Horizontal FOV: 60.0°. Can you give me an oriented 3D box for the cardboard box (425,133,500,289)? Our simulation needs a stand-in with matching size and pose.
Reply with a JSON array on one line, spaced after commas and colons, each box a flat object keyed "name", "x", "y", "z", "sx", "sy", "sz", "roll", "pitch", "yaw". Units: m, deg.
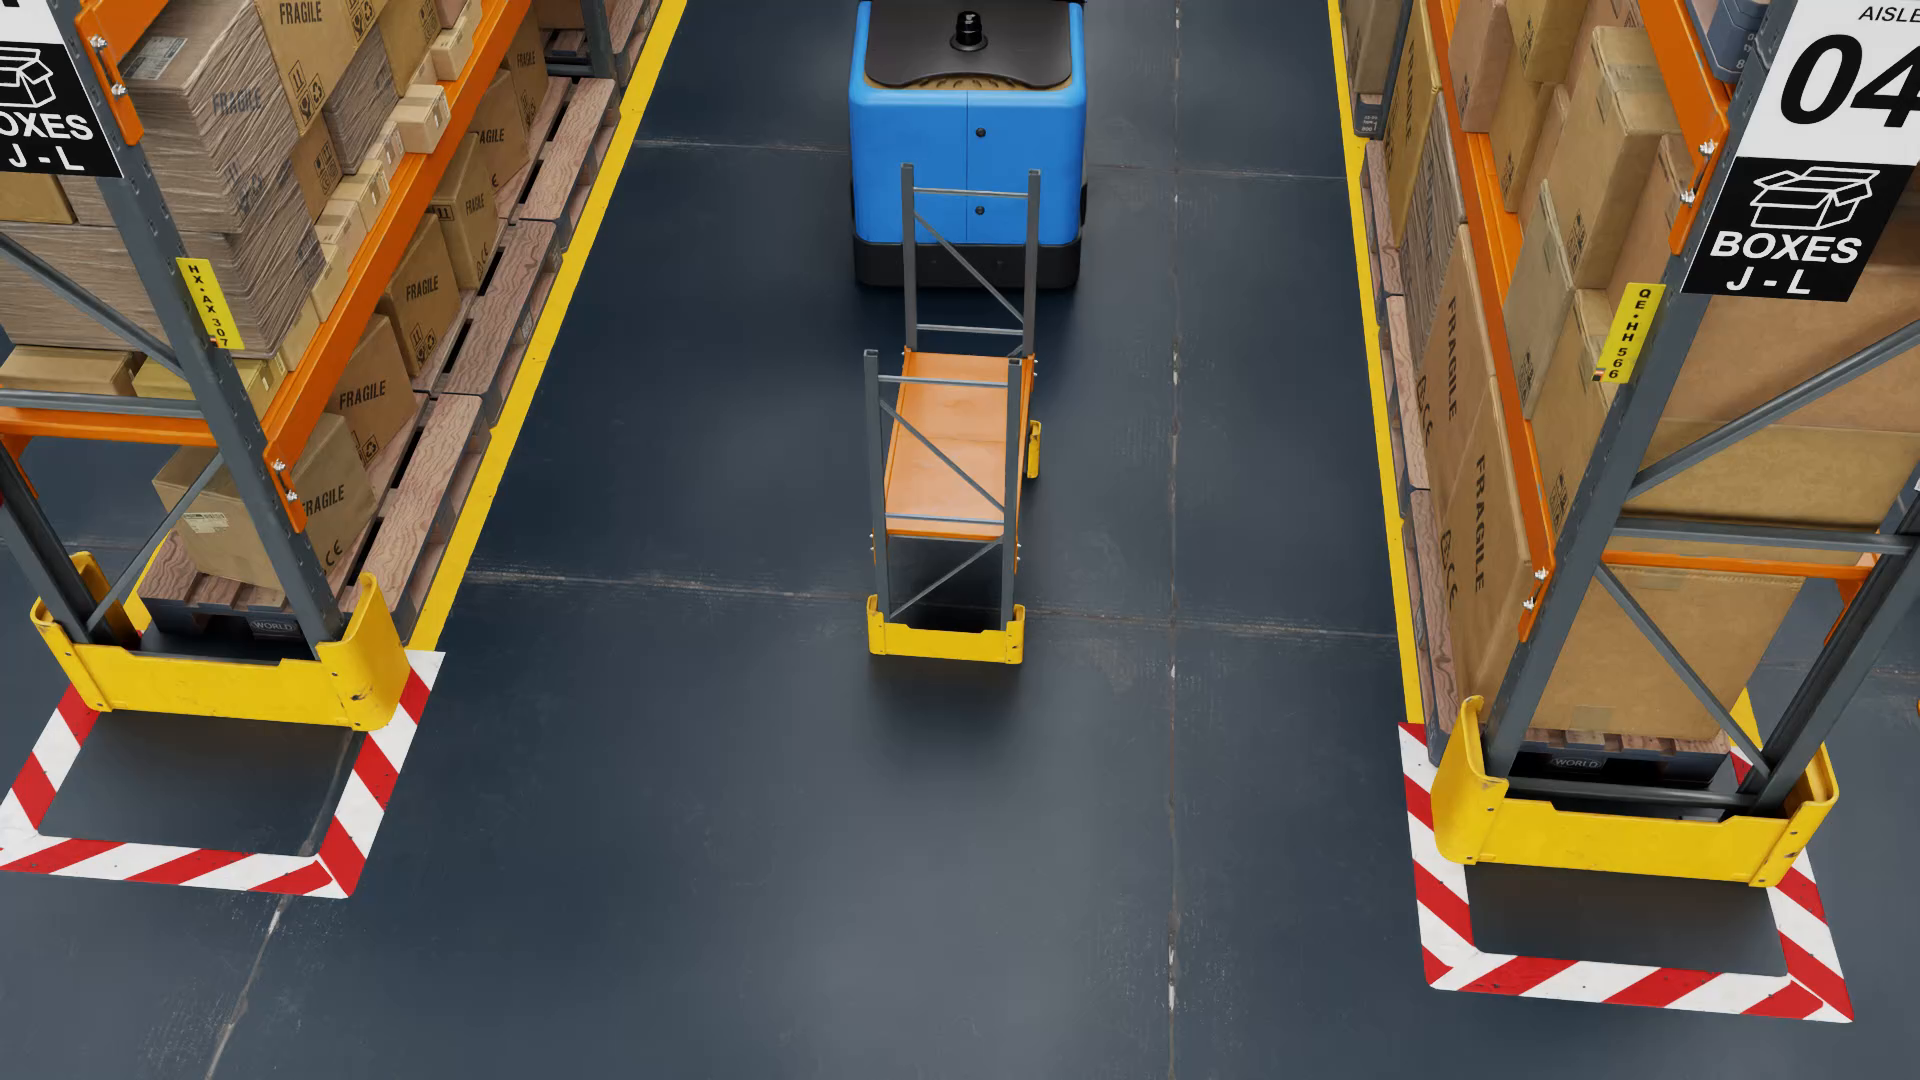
[{"name": "cardboard box", "x": -2.415, "y": -1.479, "z": 7.480, "sx": 0.500, "sy": 0.500, "sz": 0.500, "roll": 0, "pitch": 48, "yaw": 0}]

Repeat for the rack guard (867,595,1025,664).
[{"name": "rack guard", "x": -0.052, "y": 0.338, "z": 6.272, "sx": 0.587, "sy": 0.250, "sz": 0.087, "roll": 4, "pitch": 48, "yaw": 4}]

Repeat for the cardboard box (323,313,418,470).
[{"name": "cardboard box", "x": -2.586, "y": -0.613, "z": 6.688, "sx": 0.500, "sy": 0.500, "sz": 0.500, "roll": 15, "pitch": 49, "yaw": 14}]

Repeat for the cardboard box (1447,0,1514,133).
[{"name": "cardboard box", "x": 2.399, "y": -1.932, "z": 6.382, "sx": 0.875, "sy": 0.550, "sz": 0.550, "roll": 4, "pitch": 48, "yaw": 4}]

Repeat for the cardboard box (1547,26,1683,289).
[{"name": "cardboard box", "x": 2.281, "y": -1.104, "z": 4.893, "sx": 0.875, "sy": 0.550, "sz": 0.550, "roll": 4, "pitch": 48, "yaw": 4}]

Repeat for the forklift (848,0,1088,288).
[{"name": "forklift", "x": 0.060, "y": -3.233, "z": 7.721, "sx": 1.130, "sy": 2.935, "sz": 3.031, "roll": 1, "pitch": 48, "yaw": 1}]

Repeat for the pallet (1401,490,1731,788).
[{"name": "pallet", "x": 2.245, "y": 0.340, "z": 6.296, "sx": 1.003, "sy": 0.211, "sz": 1.213, "roll": 4, "pitch": 48, "yaw": 4}]

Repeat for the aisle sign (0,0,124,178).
[{"name": "aisle sign", "x": -2.387, "y": -1.228, "z": 4.078, "sx": 0.394, "sy": 0.787, "sz": 0.004, "roll": 4, "pitch": 48, "yaw": 4}]

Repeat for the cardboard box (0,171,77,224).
[{"name": "cardboard box", "x": -2.876, "y": -1.308, "z": 4.967, "sx": 0.500, "sy": 0.500, "sz": 0.500, "roll": 4, "pitch": 48, "yaw": 4}]

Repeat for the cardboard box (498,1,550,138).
[{"name": "cardboard box", "x": -2.392, "y": -2.362, "z": 8.287, "sx": 0.500, "sy": 0.500, "sz": 0.500, "roll": 3, "pitch": 48, "yaw": 2}]

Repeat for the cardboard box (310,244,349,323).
[{"name": "cardboard box", "x": -2.337, "y": -0.890, "z": 5.701, "sx": 0.380, "sy": 0.149, "sz": 0.250, "roll": 4, "pitch": 48, "yaw": 4}]

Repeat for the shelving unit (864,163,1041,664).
[{"name": "shelving unit", "x": -0.007, "y": -0.450, "z": 6.145, "sx": 0.587, "sy": 1.500, "sz": 1.083, "roll": 4, "pitch": 48, "yaw": 4}]

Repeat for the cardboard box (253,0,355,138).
[{"name": "cardboard box", "x": -2.306, "y": -1.640, "z": 5.271, "sx": 0.500, "sy": 0.500, "sz": 0.500, "roll": 4, "pitch": 48, "yaw": 4}]

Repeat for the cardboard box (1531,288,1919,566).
[{"name": "cardboard box", "x": 2.239, "y": -0.335, "z": 4.922, "sx": 0.875, "sy": 0.550, "sz": 0.550, "roll": 4, "pitch": 48, "yaw": 4}]

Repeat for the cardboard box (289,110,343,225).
[{"name": "cardboard box", "x": -2.677, "y": -1.328, "z": 5.662, "sx": 0.875, "sy": 0.500, "sz": 0.500, "roll": 4, "pitch": 48, "yaw": 4}]

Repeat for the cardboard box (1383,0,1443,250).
[{"name": "cardboard box", "x": 2.487, "y": -1.915, "z": 7.624, "sx": 0.875, "sy": 0.875, "sz": 0.875, "roll": 5, "pitch": 48, "yaw": 4}]

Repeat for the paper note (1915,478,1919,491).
[{"name": "paper note", "x": 4.031, "y": -0.243, "z": 6.966, "sx": 0.032, "sy": 0.001, "sz": 0.123, "roll": 28, "pitch": 53, "yaw": 23}]

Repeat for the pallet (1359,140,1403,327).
[{"name": "pallet", "x": 2.467, "y": -1.453, "z": 7.936, "sx": 1.003, "sy": 0.211, "sz": 1.213, "roll": 4, "pitch": 48, "yaw": 4}]

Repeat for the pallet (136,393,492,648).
[{"name": "pallet", "x": -2.564, "y": -0.125, "z": 6.722, "sx": 1.003, "sy": 0.211, "sz": 1.213, "roll": 4, "pitch": 48, "yaw": 4}]

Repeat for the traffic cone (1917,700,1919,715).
[{"name": "traffic cone", "x": 3.712, "y": 0.553, "z": 5.930, "sx": 0.336, "sy": 0.463, "sz": 0.334, "roll": 4, "pitch": 48, "yaw": 4}]

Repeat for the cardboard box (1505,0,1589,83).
[{"name": "cardboard box", "x": 2.386, "y": -1.904, "z": 5.625, "sx": 0.875, "sy": 0.550, "sz": 0.500, "roll": 4, "pitch": 48, "yaw": 4}]

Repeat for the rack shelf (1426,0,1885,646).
[{"name": "rack shelf", "x": 2.432, "y": -1.235, "z": 6.334, "sx": 1.077, "sy": 0.370, "sz": 4.000, "roll": 4, "pitch": 48, "yaw": 4}]

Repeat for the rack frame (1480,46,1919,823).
[{"name": "rack frame", "x": 2.250, "y": -0.008, "z": 4.725, "sx": 1.000, "sy": 3.000, "sz": 0.127, "roll": 4, "pitch": 48, "yaw": 4}]

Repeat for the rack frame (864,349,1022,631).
[{"name": "rack frame", "x": -0.054, "y": -0.070, "z": 5.798, "sx": 0.500, "sy": 1.500, "sz": 0.032, "roll": 4, "pitch": 48, "yaw": 4}]

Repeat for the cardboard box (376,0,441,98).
[{"name": "cardboard box", "x": -2.531, "y": -2.059, "z": 6.331, "sx": 0.875, "sy": 0.500, "sz": 0.500, "roll": 4, "pitch": 48, "yaw": 4}]

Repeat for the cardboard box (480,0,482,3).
[{"name": "cardboard box", "x": -2.223, "y": -2.364, "z": 7.050, "sx": 0.380, "sy": 0.149, "sz": 0.250, "roll": 4, "pitch": 48, "yaw": 4}]

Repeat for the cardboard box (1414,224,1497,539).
[{"name": "cardboard box", "x": 2.324, "y": -0.582, "z": 6.405, "sx": 0.875, "sy": 0.875, "sz": 0.875, "roll": 3, "pitch": 48, "yaw": 3}]

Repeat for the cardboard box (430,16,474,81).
[{"name": "cardboard box", "x": -2.194, "y": -1.992, "z": 6.709, "sx": 0.380, "sy": 0.149, "sz": 0.250, "roll": 4, "pitch": 48, "yaw": 4}]

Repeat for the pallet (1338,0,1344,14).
[{"name": "pallet", "x": 2.718, "y": -3.477, "z": 9.787, "sx": 1.003, "sy": 0.211, "sz": 1.213, "roll": 4, "pitch": 48, "yaw": 4}]

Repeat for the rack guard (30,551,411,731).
[{"name": "rack guard", "x": -2.673, "y": 0.372, "z": 6.071, "sx": 1.175, "sy": 0.500, "sz": 0.348, "roll": 4, "pitch": 48, "yaw": 4}]

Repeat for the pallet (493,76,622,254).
[{"name": "pallet", "x": -2.342, "y": -1.918, "z": 8.361, "sx": 1.003, "sy": 0.211, "sz": 1.213, "roll": 4, "pitch": 48, "yaw": 4}]

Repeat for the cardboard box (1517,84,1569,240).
[{"name": "cardboard box", "x": 2.443, "y": -1.143, "z": 5.661, "sx": 0.875, "sy": 0.550, "sz": 0.550, "roll": 4, "pitch": 48, "yaw": 4}]

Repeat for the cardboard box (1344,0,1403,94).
[{"name": "cardboard box", "x": 2.581, "y": -2.792, "z": 8.511, "sx": 1.050, "sy": 0.750, "sz": 0.750, "roll": 4, "pitch": 48, "yaw": 3}]

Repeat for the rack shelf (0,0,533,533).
[{"name": "rack shelf", "x": -2.498, "y": -1.643, "z": 6.707, "sx": 1.077, "sy": 0.370, "sz": 4.000, "roll": 4, "pitch": 48, "yaw": 4}]

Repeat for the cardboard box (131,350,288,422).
[{"name": "cardboard box", "x": -2.417, "y": -0.525, "z": 5.367, "sx": 0.380, "sy": 0.149, "sz": 0.250, "roll": 4, "pitch": 48, "yaw": 4}]

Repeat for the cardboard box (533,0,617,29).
[{"name": "cardboard box", "x": -2.238, "y": -3.110, "z": 8.957, "sx": 0.700, "sy": 0.500, "sz": 0.500, "roll": 1, "pitch": 48, "yaw": 1}]

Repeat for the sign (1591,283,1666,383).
[{"name": "sign", "x": 1.711, "y": -0.526, "z": 4.253, "sx": 0.100, "sy": 0.325, "sz": 0.005, "roll": 4, "pitch": 48, "yaw": 4}]

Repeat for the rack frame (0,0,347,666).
[{"name": "rack frame", "x": -2.680, "y": -0.416, "z": 5.098, "sx": 1.000, "sy": 3.000, "sz": 0.127, "roll": 4, "pitch": 48, "yaw": 4}]

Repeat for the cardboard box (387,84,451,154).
[{"name": "cardboard box", "x": -2.184, "y": -1.620, "z": 6.369, "sx": 0.380, "sy": 0.149, "sz": 0.250, "roll": 4, "pitch": 48, "yaw": 4}]

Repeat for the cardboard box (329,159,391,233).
[{"name": "cardboard box", "x": -2.305, "y": -1.258, "z": 6.038, "sx": 0.380, "sy": 0.149, "sz": 0.250, "roll": 4, "pitch": 48, "yaw": 4}]
